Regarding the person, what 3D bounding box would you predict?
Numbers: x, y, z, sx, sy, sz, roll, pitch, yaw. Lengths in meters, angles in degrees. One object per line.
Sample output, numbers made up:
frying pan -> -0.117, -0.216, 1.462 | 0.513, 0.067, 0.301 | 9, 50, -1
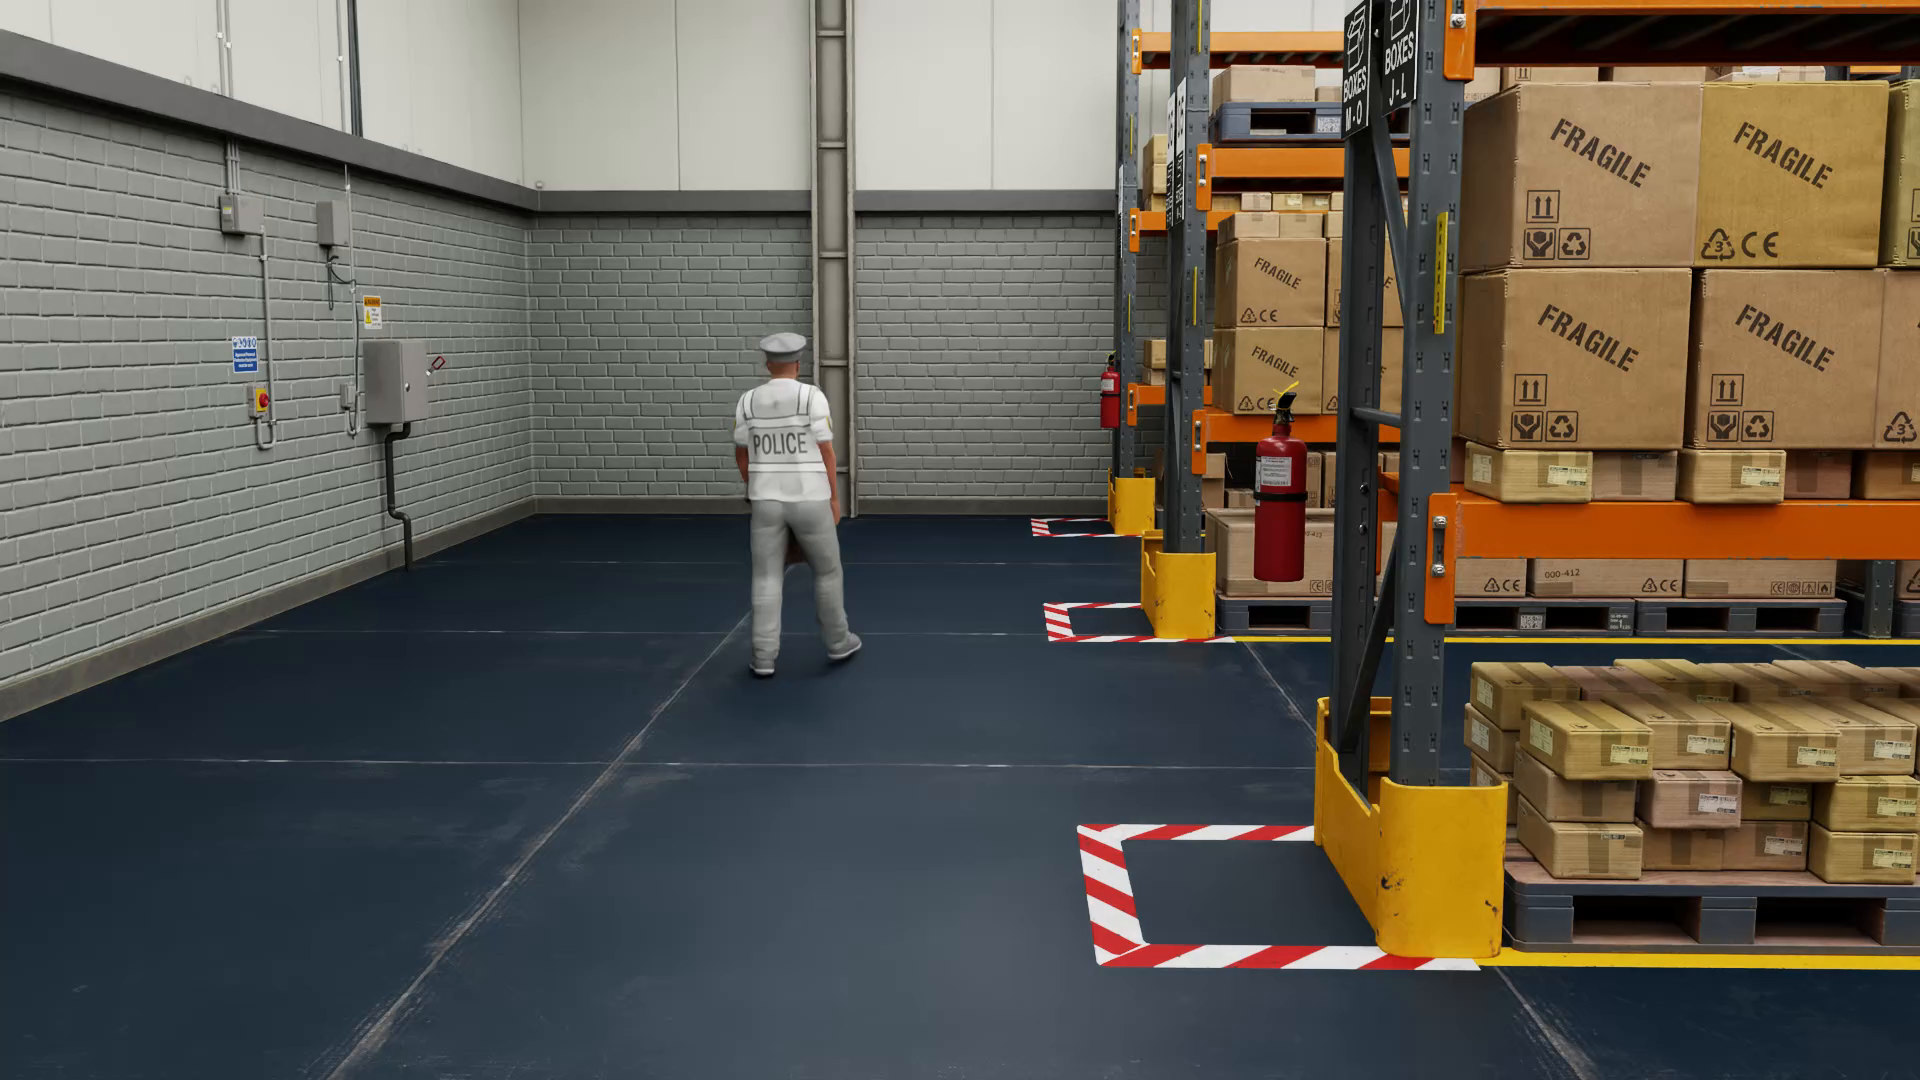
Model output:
person -> -0.876, -0.211, 8.779 | 0.585, 1.760, 0.738 | 1, 7, 10
